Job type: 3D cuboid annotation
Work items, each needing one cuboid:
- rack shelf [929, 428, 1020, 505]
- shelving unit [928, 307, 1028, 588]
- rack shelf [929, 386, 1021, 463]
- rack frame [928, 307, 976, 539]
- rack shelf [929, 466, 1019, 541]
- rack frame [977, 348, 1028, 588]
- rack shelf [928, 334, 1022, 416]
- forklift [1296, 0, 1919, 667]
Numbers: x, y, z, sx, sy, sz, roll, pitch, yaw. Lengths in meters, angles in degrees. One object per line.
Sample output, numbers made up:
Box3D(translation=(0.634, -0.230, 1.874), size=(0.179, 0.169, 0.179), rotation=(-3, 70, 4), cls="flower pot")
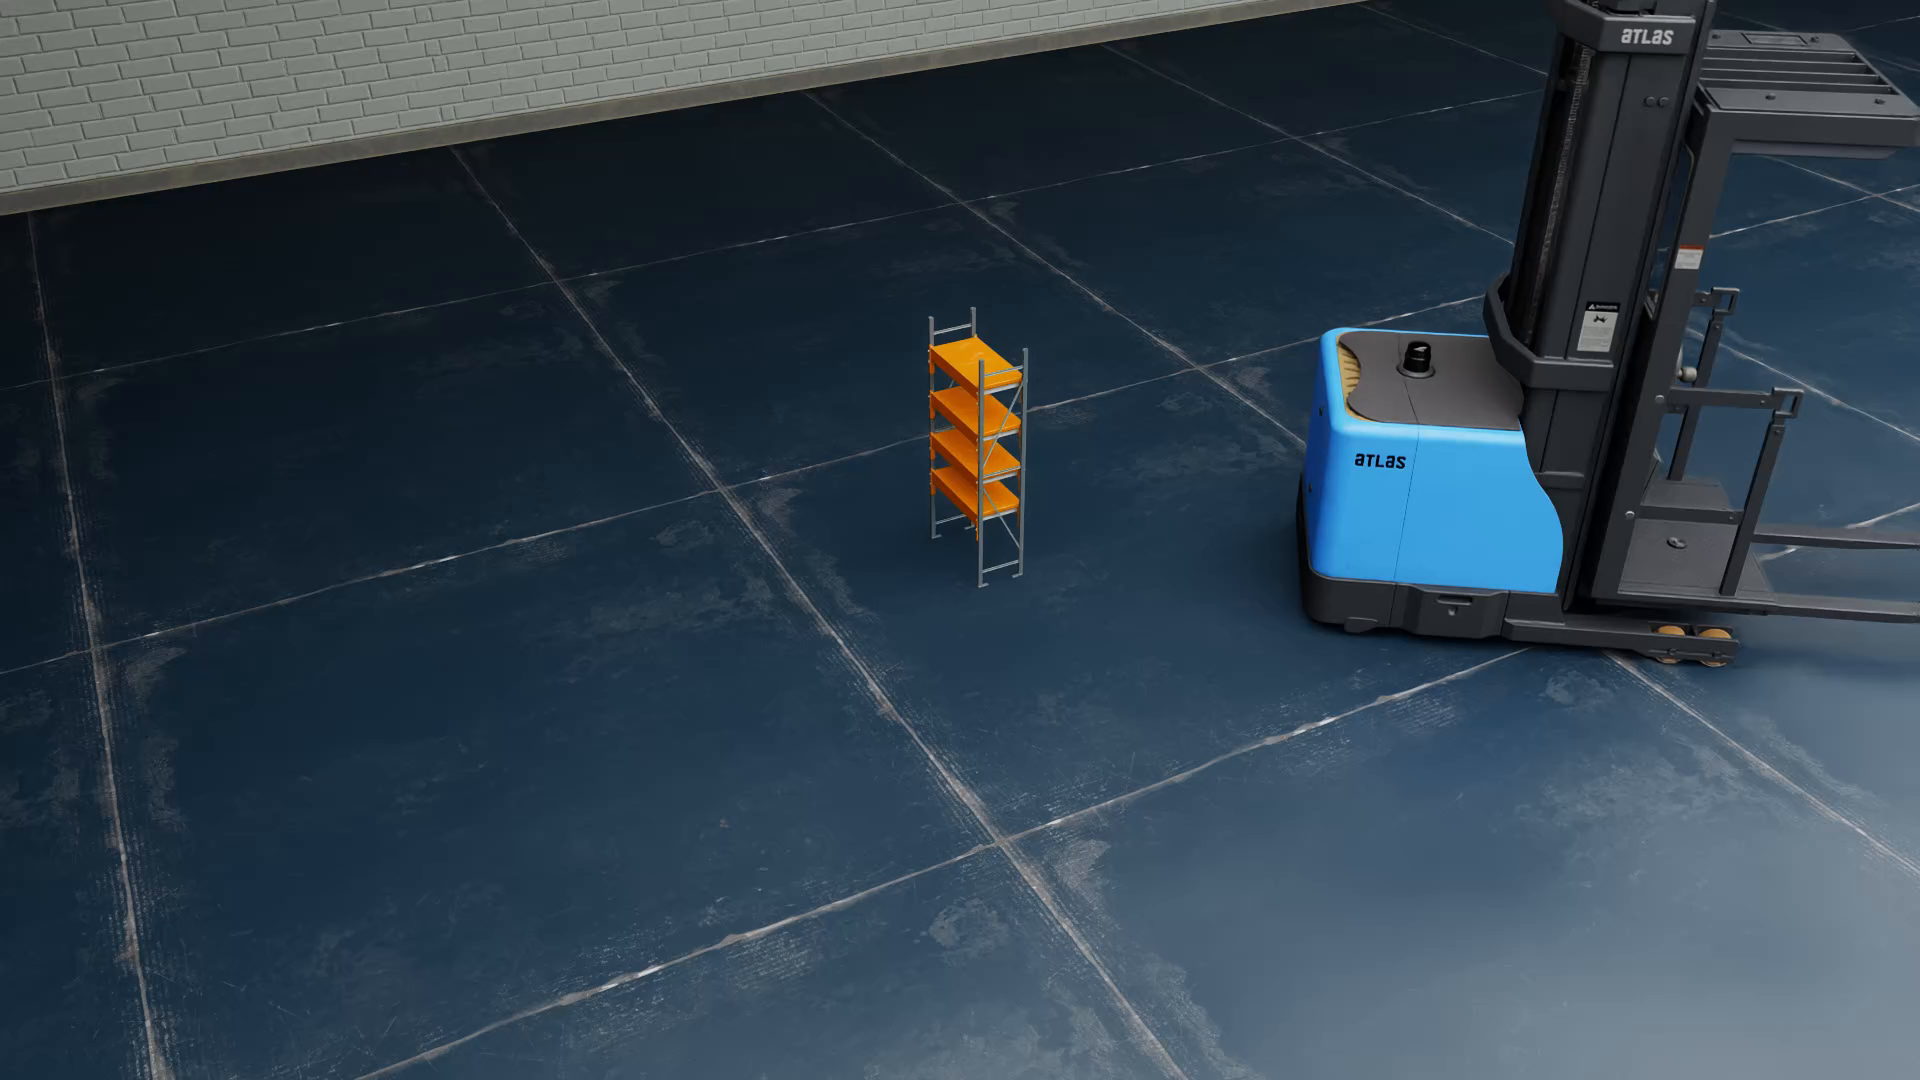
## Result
Box3D(translation=(0.077, -0.370, 7.839), size=(0.258, 0.148, 0.480), rotation=(-16, 36, -23), cls="rack shelf")
Box3D(translation=(0.077, -0.426, 7.803), size=(0.258, 1.200, 0.503), rotation=(-16, 36, -23), cls="shelving unit")
Box3D(translation=(0.077, -0.558, 7.719), size=(0.258, 0.148, 0.480), rotation=(-16, 36, -23), cls="rack shelf")
Box3D(translation=(-0.037, -0.543, 7.985), size=(0.240, 1.200, 0.015), rotation=(-16, 36, -23), cls="rack frame")
Box3D(translation=(0.077, -0.202, 7.946), size=(0.258, 0.148, 0.480), rotation=(-16, 36, -23), cls="rack shelf")
Box3D(translation=(0.191, -0.310, 7.621), size=(0.240, 1.200, 0.015), rotation=(-16, 36, -23), cls="rack frame")
Box3D(translation=(0.077, -0.757, 7.591), size=(0.258, 0.148, 0.480), rotation=(-16, 36, -23), cls="rack shelf")
Box3D(translation=(3.128, -0.979, 7.061), size=(3.031, 2.935, 1.130), rotation=(4, 33, 6), cls="forklift")
